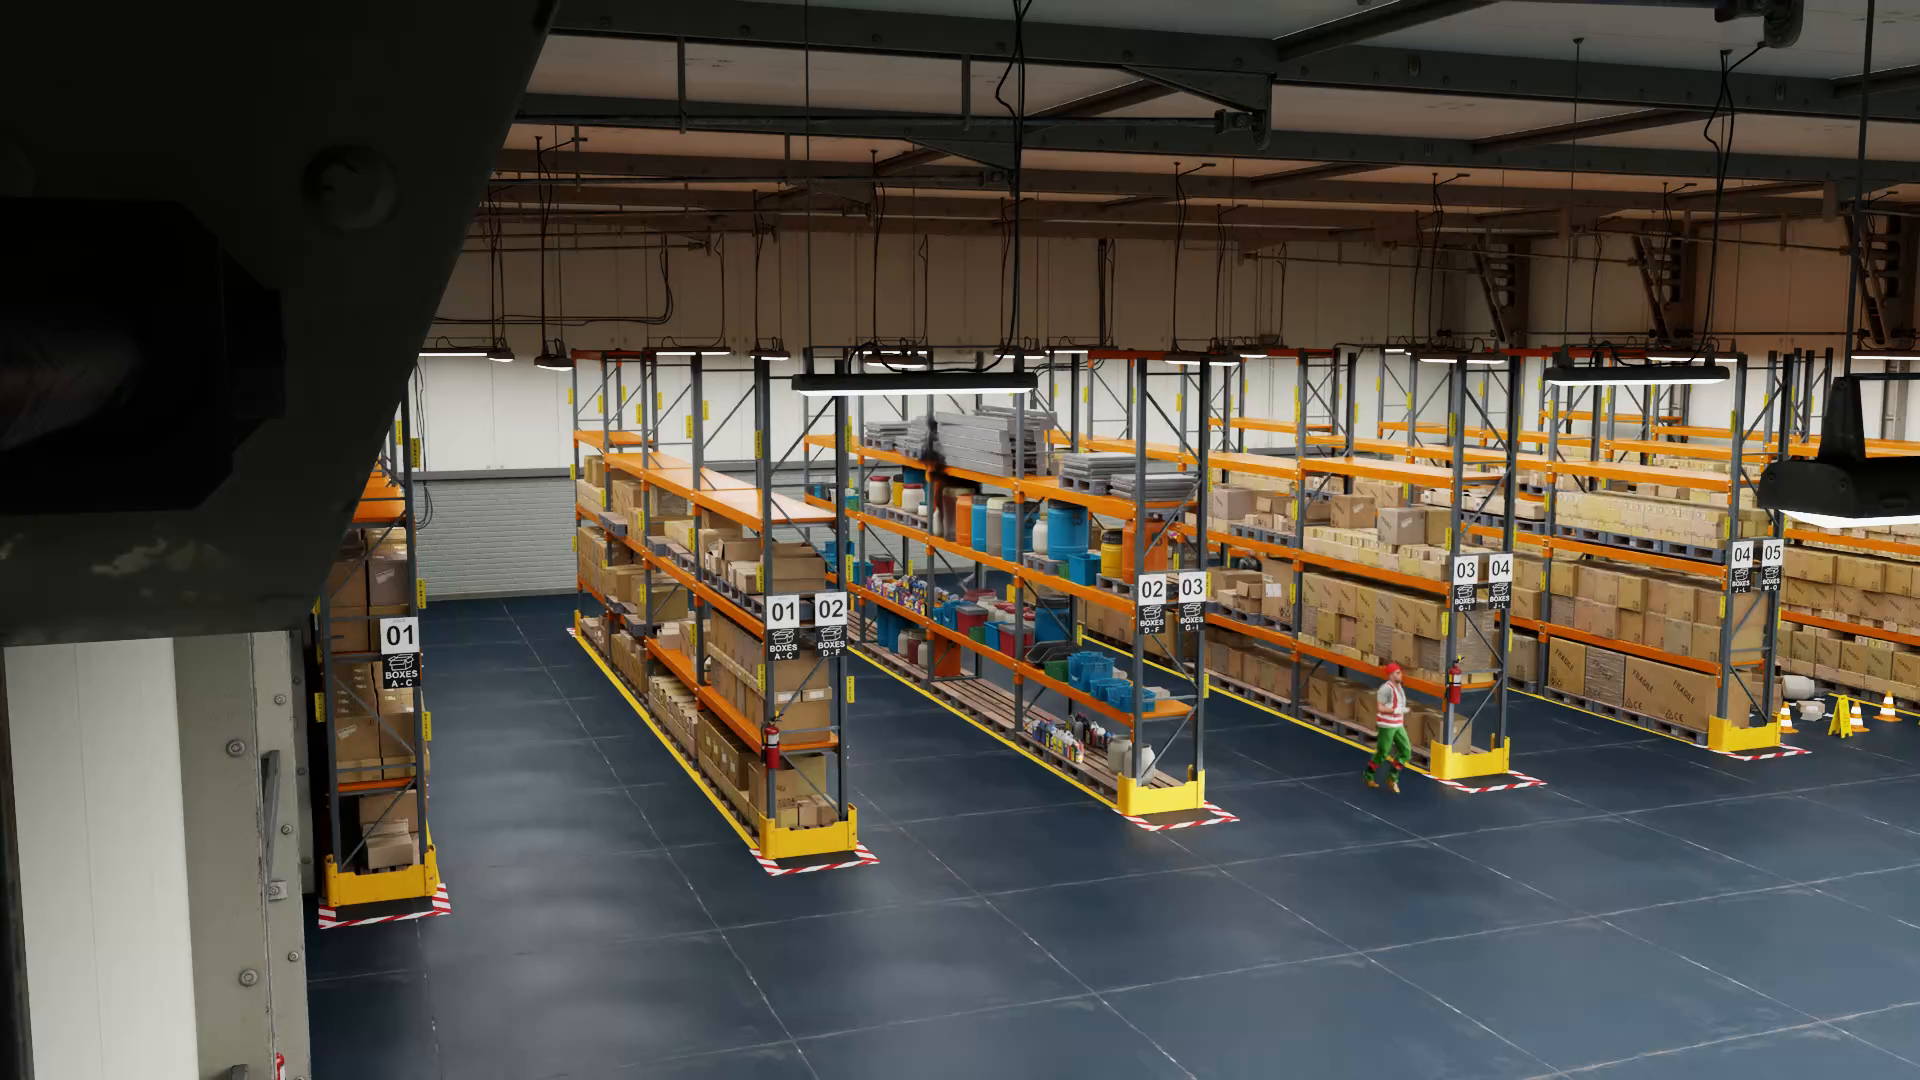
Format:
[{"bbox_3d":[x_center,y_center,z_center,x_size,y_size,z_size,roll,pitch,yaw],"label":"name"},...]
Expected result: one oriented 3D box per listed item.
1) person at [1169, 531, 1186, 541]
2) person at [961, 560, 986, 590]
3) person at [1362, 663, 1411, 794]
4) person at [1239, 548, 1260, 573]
[{"bbox_3d":[5.233,0.364,41.198,0.815,1.700,0.791,-3,8,-23],"label":"person"},{"bbox_3d":[0.392,0.485,40.341,0.774,1.700,0.620,1,7,6],"label":"person"},{"bbox_3d":[5.940,2.609,22.982,0.695,1.847,0.651,7,10,44],"label":"person"},{"bbox_3d":[6.290,1.013,36.018,0.638,1.784,0.777,-2,8,-19],"label":"person"}]
